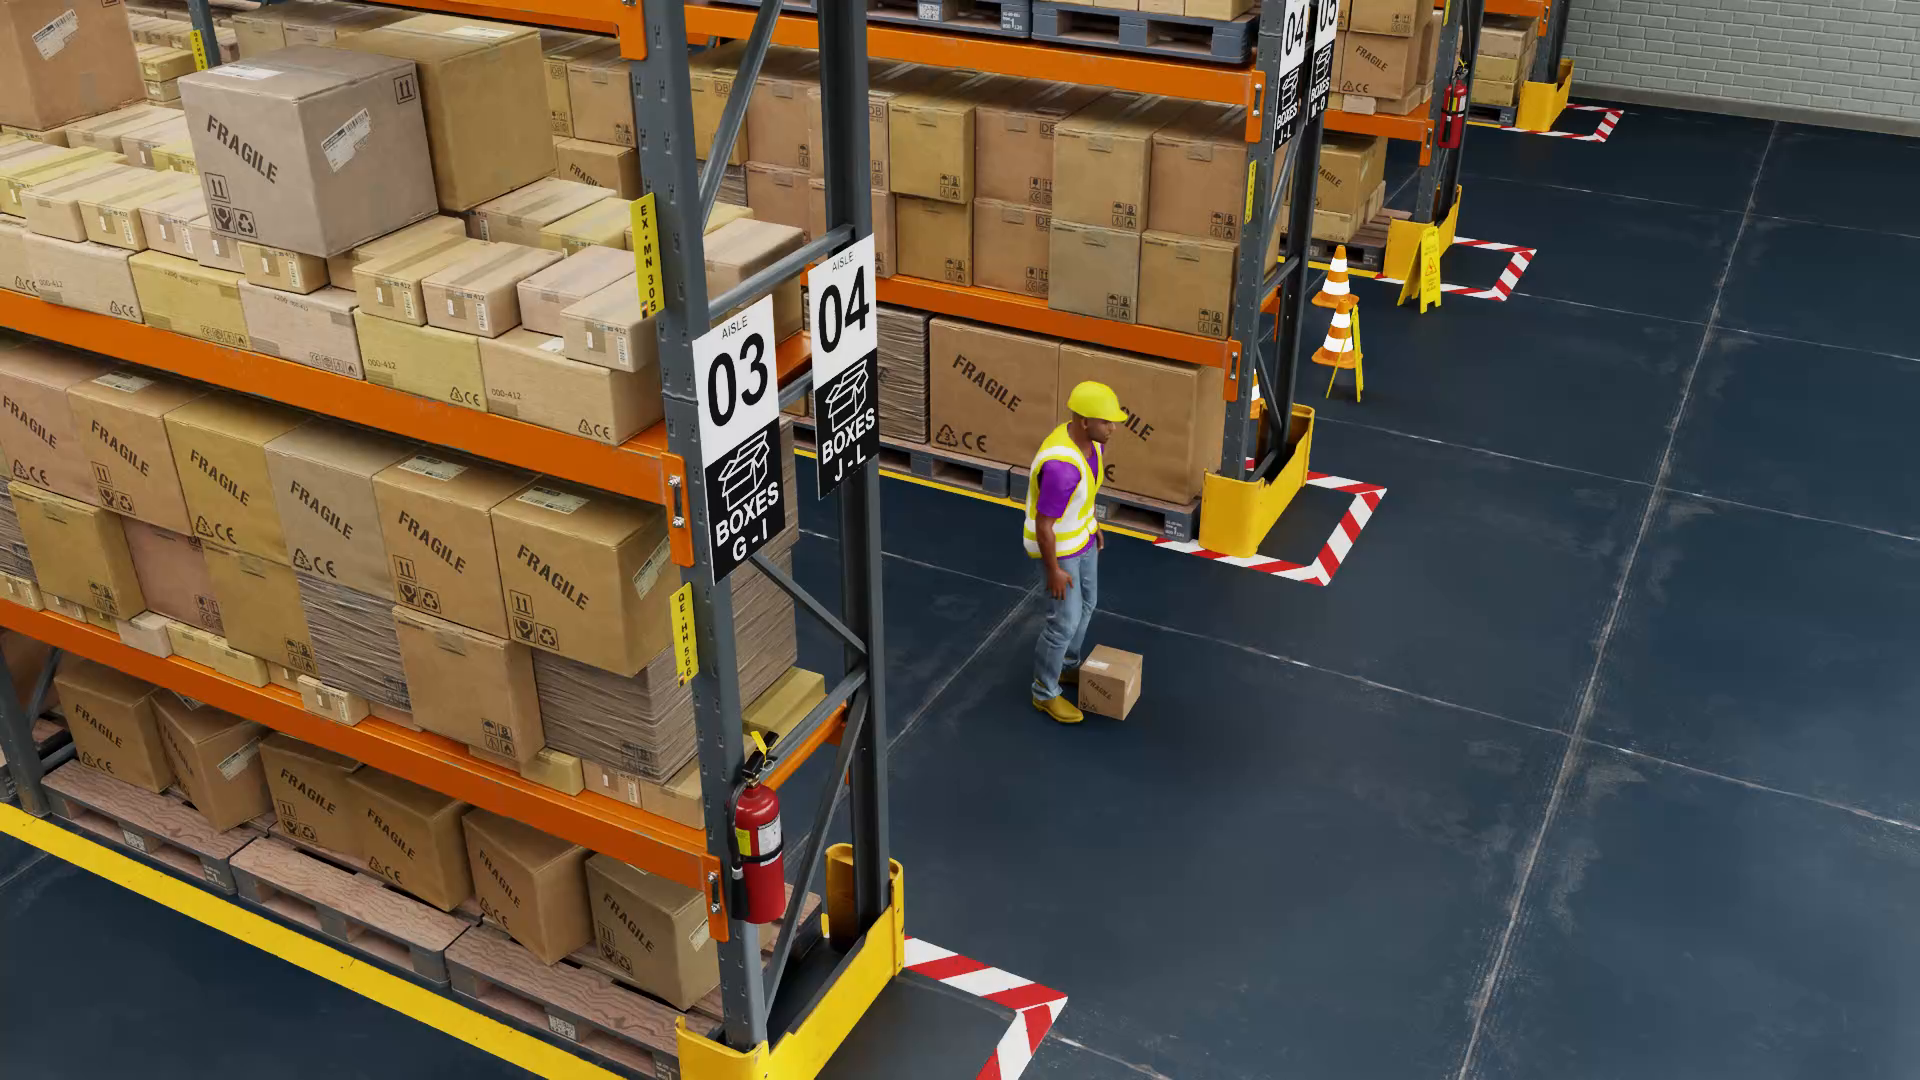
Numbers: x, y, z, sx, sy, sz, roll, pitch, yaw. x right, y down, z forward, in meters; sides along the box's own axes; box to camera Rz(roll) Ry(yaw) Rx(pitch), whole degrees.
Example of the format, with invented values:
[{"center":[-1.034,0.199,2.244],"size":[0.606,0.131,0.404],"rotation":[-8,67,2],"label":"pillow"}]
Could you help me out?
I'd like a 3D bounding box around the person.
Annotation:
[{"center":[0.558,0.028,8.225],"size":[0.461,1.760,0.630],"rotation":[13,32,21],"label":"person"}]
